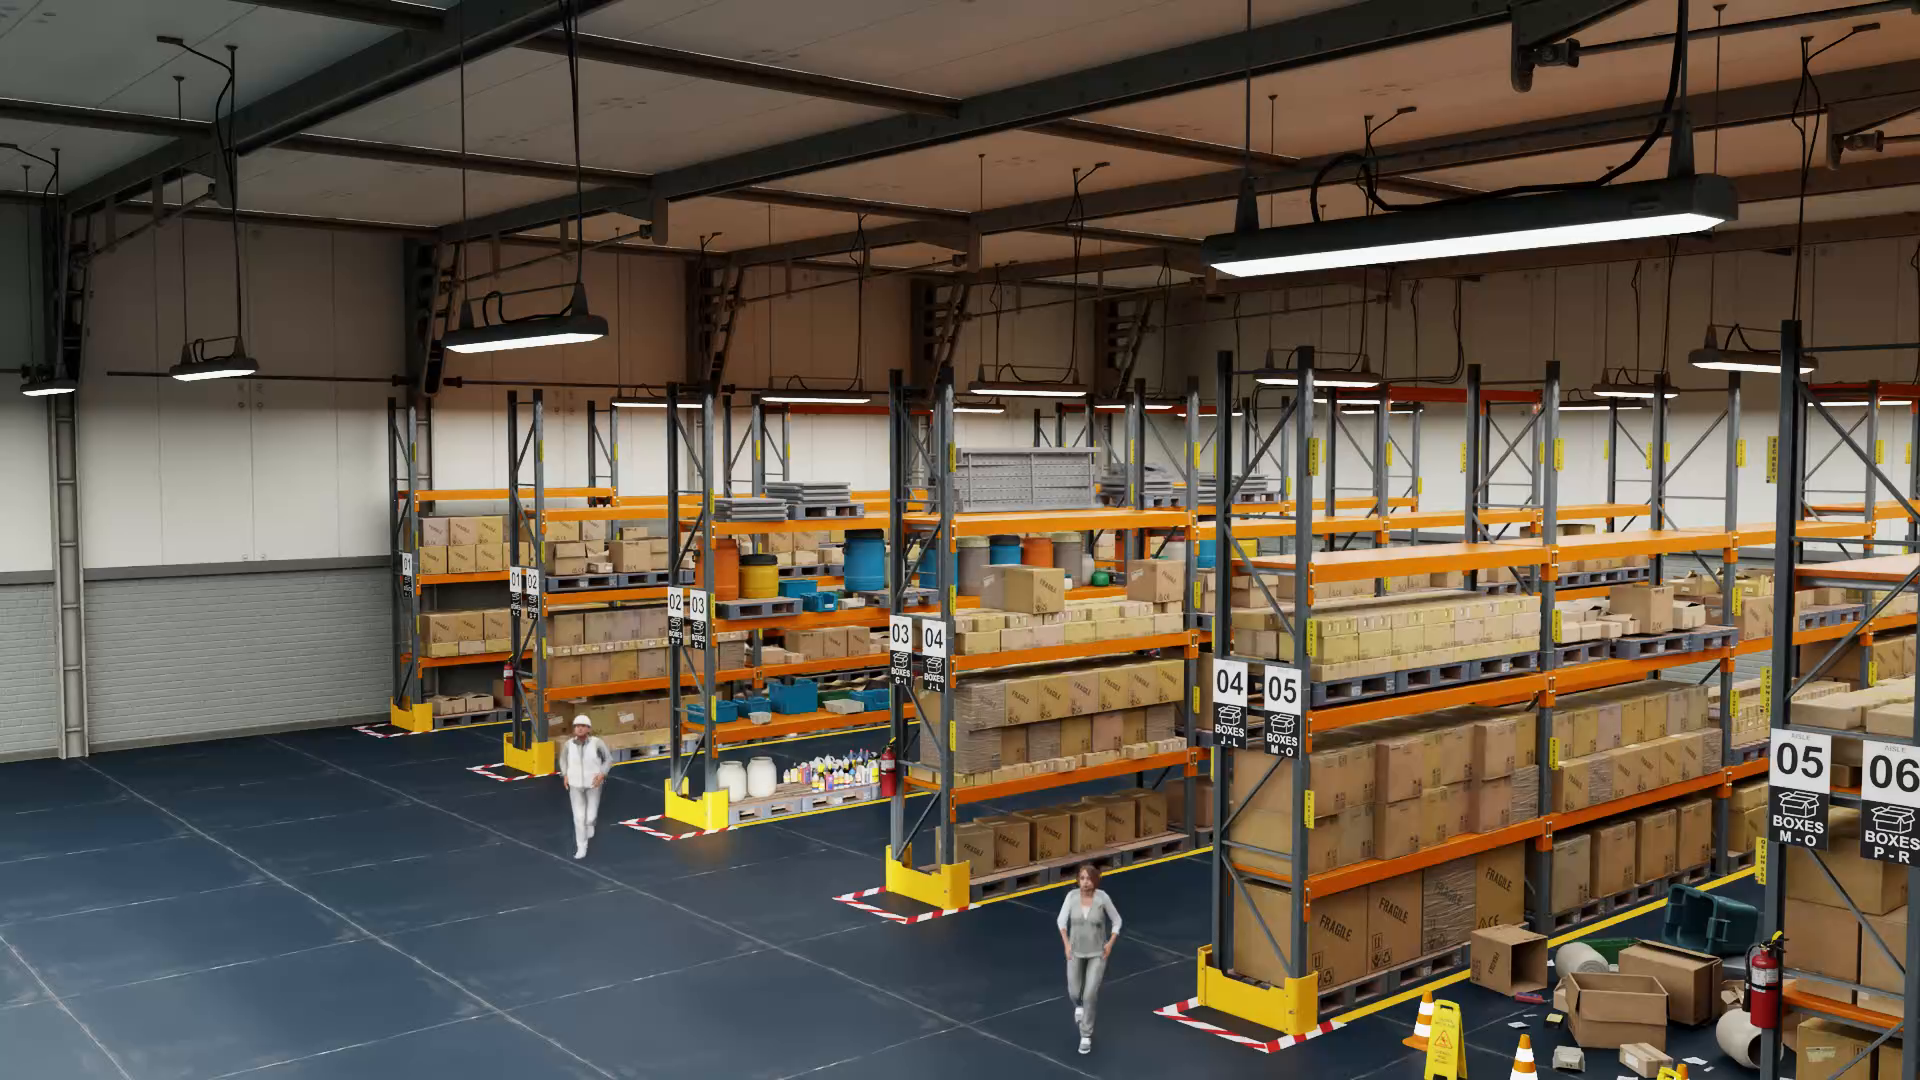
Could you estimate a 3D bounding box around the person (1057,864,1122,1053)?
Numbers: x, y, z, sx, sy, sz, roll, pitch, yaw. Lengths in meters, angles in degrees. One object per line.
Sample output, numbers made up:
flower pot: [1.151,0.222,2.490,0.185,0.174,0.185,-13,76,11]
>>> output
person: [1.114,3.553,14.303,0.562,1.579,0.585,1,3,12]

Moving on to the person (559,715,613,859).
person: [-4.720,3.075,20.995,0.676,1.776,0.719,0,3,-6]

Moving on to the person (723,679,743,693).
person: [-4.212,2.497,31.337,0.790,1.751,0.585,-3,5,-44]
